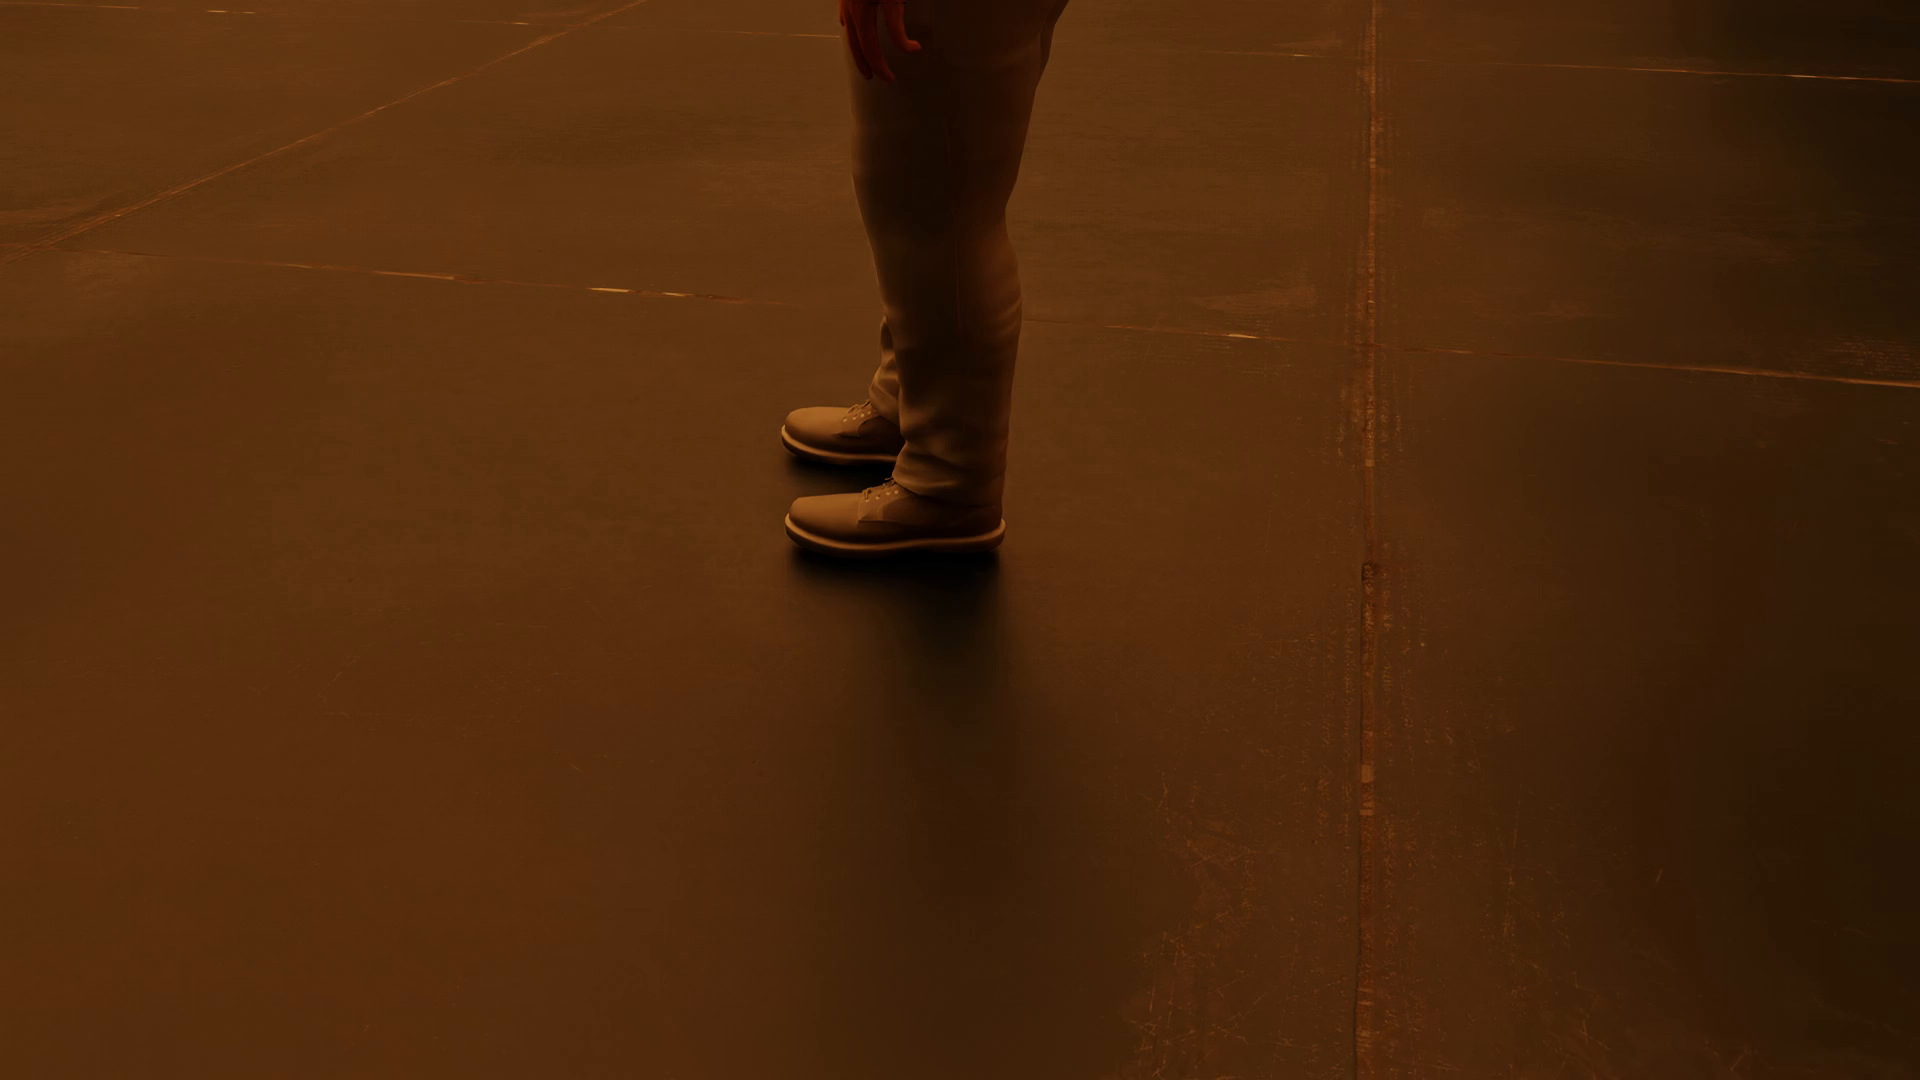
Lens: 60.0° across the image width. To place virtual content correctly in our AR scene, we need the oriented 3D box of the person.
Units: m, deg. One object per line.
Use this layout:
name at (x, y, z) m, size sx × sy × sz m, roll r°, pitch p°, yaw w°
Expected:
person at (-0.074, -0.816, 2.120) m, size 0.574 × 1.781 × 0.641 m, roll 6°, pitch 27°, yaw 11°
